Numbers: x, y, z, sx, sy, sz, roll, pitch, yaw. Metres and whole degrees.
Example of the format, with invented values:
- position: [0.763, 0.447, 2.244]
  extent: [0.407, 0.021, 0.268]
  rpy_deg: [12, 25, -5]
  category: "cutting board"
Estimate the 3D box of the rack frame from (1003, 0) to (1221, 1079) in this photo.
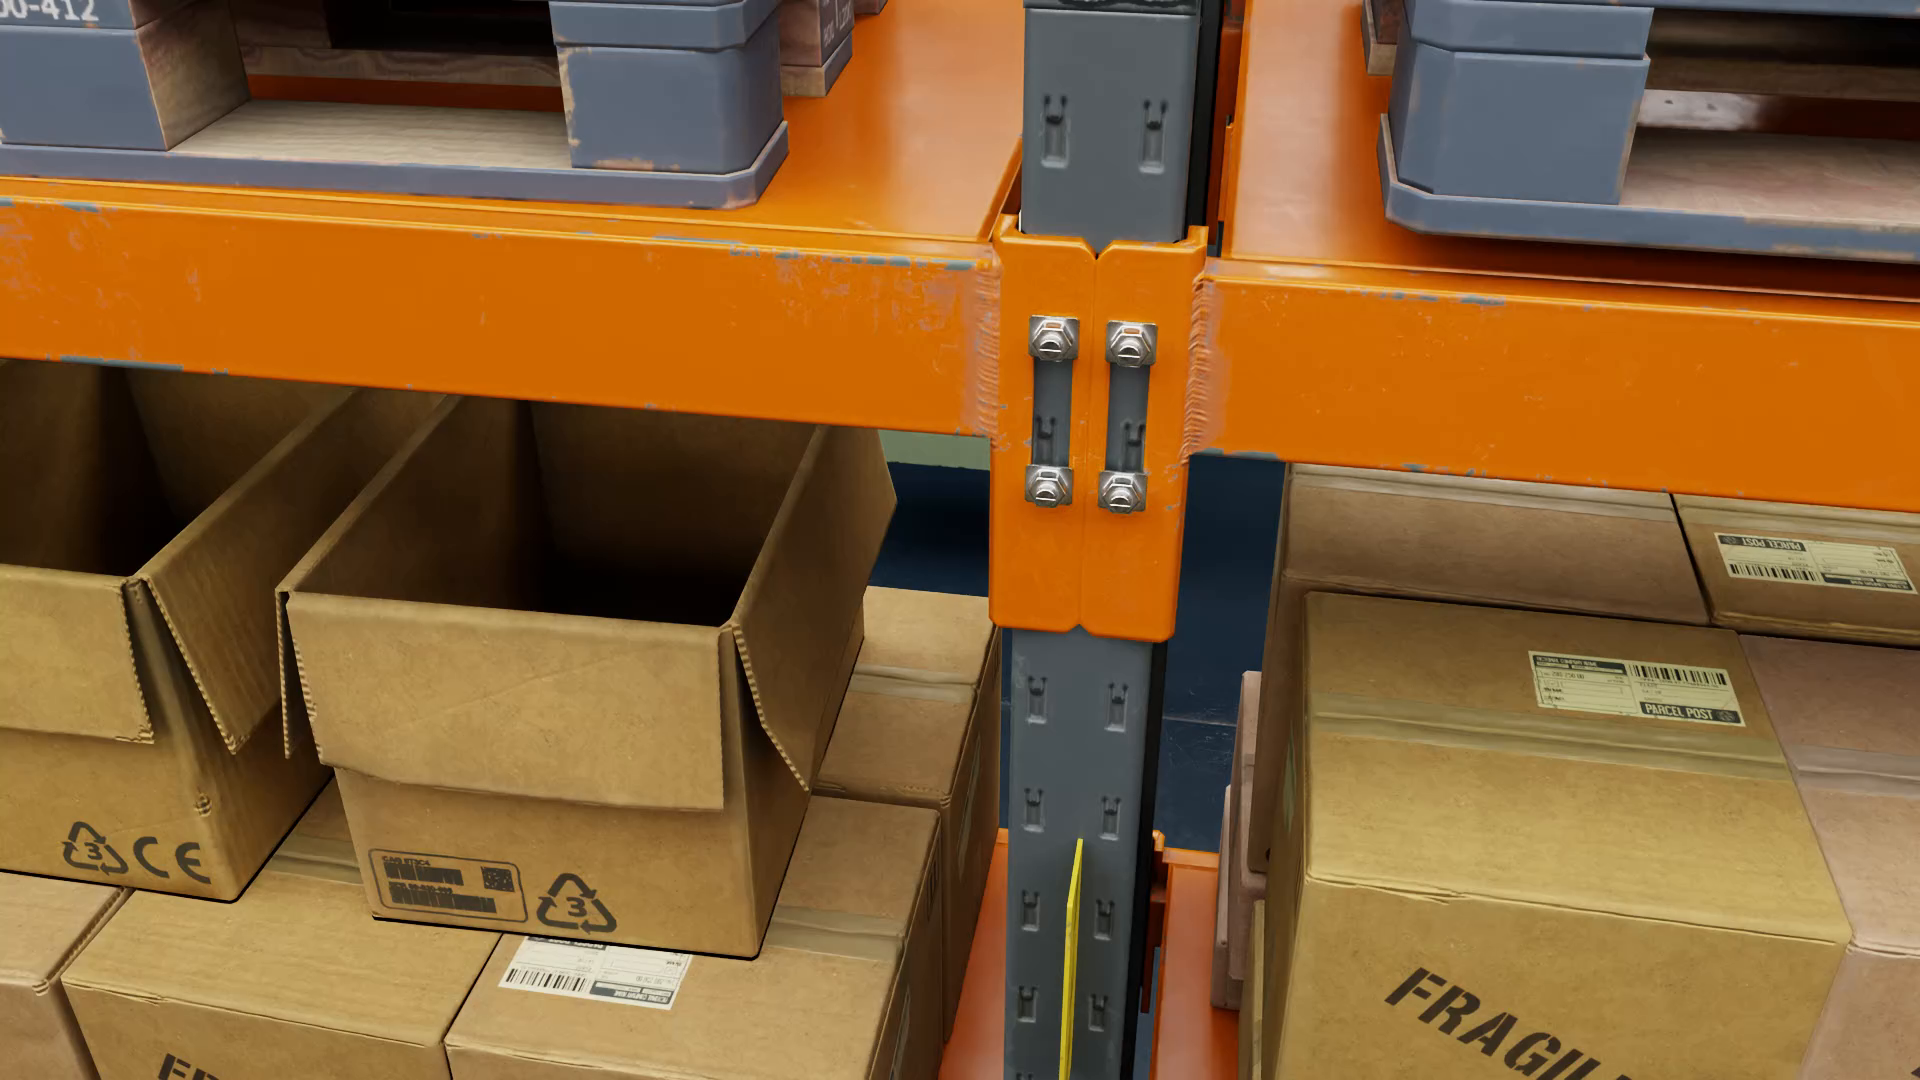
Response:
- position: [0.193, 0.626, 2.422]
  extent: [0.127, 3.000, 1.000]
  rpy_deg: [5, 32, 8]
  category: "rack frame"

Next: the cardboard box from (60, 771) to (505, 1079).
- position: [-0.801, 0.637, 2.311]
  extent: [0.500, 0.500, 0.500]
  rpy_deg: [6, 33, 10]
  category: "cardboard box"

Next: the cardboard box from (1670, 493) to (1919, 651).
- position: [1.184, 0.194, 2.267]
  extent: [0.500, 0.500, 0.500]
  rpy_deg: [5, 32, 9]
  category: "cardboard box"

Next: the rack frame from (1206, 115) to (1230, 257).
- position: [1.026, -1.964, 6.561]
  extent: [0.127, 3.000, 1.000]
  rpy_deg: [5, 32, 8]
  category: "rack frame"

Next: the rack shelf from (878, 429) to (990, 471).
- position: [-0.007, -0.360, 6.026]
  extent: [0.720, 0.370, 0.431]
  rpy_deg: [5, 32, 8]
  category: "rack shelf"

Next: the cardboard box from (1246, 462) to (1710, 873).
- position: [0.691, 0.147, 2.342]
  extent: [0.500, 0.500, 0.500]
  rpy_deg: [6, 33, 10]
  category: "cardboard box"

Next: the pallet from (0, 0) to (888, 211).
- position: [-0.719, -0.620, 1.767]
  extent: [1.217, 0.209, 0.805]
  rpy_deg: [4, 32, 6]
  category: "pallet"

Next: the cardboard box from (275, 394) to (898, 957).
- position: [-0.438, 0.106, 2.214]
  extent: [0.637, 0.503, 0.797]
  rpy_deg: [4, 32, 7]
  category: "cardboard box"

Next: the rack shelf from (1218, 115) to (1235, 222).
- position: [2.997, -1.481, 6.467]
  extent: [4.000, 0.370, 1.077]
  rpy_deg: [5, 32, 8]
  category: "rack shelf"

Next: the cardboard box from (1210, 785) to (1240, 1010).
- position: [0.548, 0.589, 2.719]
  extent: [0.250, 0.149, 0.380]
  rpy_deg: [5, 32, 8]
  category: "cardboard box"

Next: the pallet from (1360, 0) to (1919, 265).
- position: [0.997, -0.529, 1.525]
  extent: [1.213, 0.211, 1.003]
  rpy_deg: [5, 32, 8]
  category: "pallet"

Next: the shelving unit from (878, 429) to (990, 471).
- position: [-0.007, -0.636, 5.853]
  extent: [0.755, 1.500, 0.431]
  rpy_deg: [5, 32, 8]
  category: "shelving unit"

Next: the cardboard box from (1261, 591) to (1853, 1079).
- position: [0.622, 0.422, 1.902]
  extent: [0.500, 0.500, 0.500]
  rpy_deg: [5, 32, 8]
  category: "cardboard box"

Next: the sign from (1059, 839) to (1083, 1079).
- position: [0.111, 0.454, 1.681]
  extent: [0.005, 0.325, 0.100]
  rpy_deg: [5, 32, 8]
  category: "sign"

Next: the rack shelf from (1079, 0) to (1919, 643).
- position: [2.164, -0.162, 1.532]
  extent: [4.000, 0.370, 1.077]
  rpy_deg: [5, 32, 8]
  category: "rack shelf"

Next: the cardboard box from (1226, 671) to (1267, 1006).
- position: [0.672, 0.466, 2.540]
  extent: [0.500, 0.250, 0.500]
  rpy_deg: [5, 32, 7]
  category: "cardboard box"

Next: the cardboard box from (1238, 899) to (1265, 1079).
- position: [0.612, 0.743, 2.097]
  extent: [0.500, 0.250, 0.500]
  rpy_deg: [5, 32, 7]
  category: "cardboard box"

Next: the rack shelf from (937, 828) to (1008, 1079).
- position: [-1.779, 0.753, 2.899]
  extent: [4.000, 0.370, 1.077]
  rpy_deg: [5, 32, 8]
  category: "rack shelf"

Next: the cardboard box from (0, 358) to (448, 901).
- position: [-1.113, 0.039, 2.322]
  extent: [0.637, 0.503, 0.797]
  rpy_deg: [6, 32, 9]
  category: "cardboard box"

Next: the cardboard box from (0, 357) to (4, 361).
- position: [-1.728, -0.009, 2.397]
  extent: [0.637, 0.503, 0.797]
  rpy_deg: [6, 33, 10]
  category: "cardboard box"

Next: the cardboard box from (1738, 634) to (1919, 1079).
- position: [1.106, 0.470, 1.826]
  extent: [0.500, 0.500, 0.500]
  rpy_deg: [5, 32, 8]
  category: "cardboard box"

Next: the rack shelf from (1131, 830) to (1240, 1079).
- position: [2.164, 1.110, 2.328]
  extent: [4.000, 0.370, 1.077]
  rpy_deg: [5, 32, 8]
  category: "rack shelf"

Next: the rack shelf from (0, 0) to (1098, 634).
- position: [-1.779, -0.519, 2.103]
  extent: [4.000, 0.370, 1.077]
  rpy_deg: [5, 32, 8]
  category: "rack shelf"
